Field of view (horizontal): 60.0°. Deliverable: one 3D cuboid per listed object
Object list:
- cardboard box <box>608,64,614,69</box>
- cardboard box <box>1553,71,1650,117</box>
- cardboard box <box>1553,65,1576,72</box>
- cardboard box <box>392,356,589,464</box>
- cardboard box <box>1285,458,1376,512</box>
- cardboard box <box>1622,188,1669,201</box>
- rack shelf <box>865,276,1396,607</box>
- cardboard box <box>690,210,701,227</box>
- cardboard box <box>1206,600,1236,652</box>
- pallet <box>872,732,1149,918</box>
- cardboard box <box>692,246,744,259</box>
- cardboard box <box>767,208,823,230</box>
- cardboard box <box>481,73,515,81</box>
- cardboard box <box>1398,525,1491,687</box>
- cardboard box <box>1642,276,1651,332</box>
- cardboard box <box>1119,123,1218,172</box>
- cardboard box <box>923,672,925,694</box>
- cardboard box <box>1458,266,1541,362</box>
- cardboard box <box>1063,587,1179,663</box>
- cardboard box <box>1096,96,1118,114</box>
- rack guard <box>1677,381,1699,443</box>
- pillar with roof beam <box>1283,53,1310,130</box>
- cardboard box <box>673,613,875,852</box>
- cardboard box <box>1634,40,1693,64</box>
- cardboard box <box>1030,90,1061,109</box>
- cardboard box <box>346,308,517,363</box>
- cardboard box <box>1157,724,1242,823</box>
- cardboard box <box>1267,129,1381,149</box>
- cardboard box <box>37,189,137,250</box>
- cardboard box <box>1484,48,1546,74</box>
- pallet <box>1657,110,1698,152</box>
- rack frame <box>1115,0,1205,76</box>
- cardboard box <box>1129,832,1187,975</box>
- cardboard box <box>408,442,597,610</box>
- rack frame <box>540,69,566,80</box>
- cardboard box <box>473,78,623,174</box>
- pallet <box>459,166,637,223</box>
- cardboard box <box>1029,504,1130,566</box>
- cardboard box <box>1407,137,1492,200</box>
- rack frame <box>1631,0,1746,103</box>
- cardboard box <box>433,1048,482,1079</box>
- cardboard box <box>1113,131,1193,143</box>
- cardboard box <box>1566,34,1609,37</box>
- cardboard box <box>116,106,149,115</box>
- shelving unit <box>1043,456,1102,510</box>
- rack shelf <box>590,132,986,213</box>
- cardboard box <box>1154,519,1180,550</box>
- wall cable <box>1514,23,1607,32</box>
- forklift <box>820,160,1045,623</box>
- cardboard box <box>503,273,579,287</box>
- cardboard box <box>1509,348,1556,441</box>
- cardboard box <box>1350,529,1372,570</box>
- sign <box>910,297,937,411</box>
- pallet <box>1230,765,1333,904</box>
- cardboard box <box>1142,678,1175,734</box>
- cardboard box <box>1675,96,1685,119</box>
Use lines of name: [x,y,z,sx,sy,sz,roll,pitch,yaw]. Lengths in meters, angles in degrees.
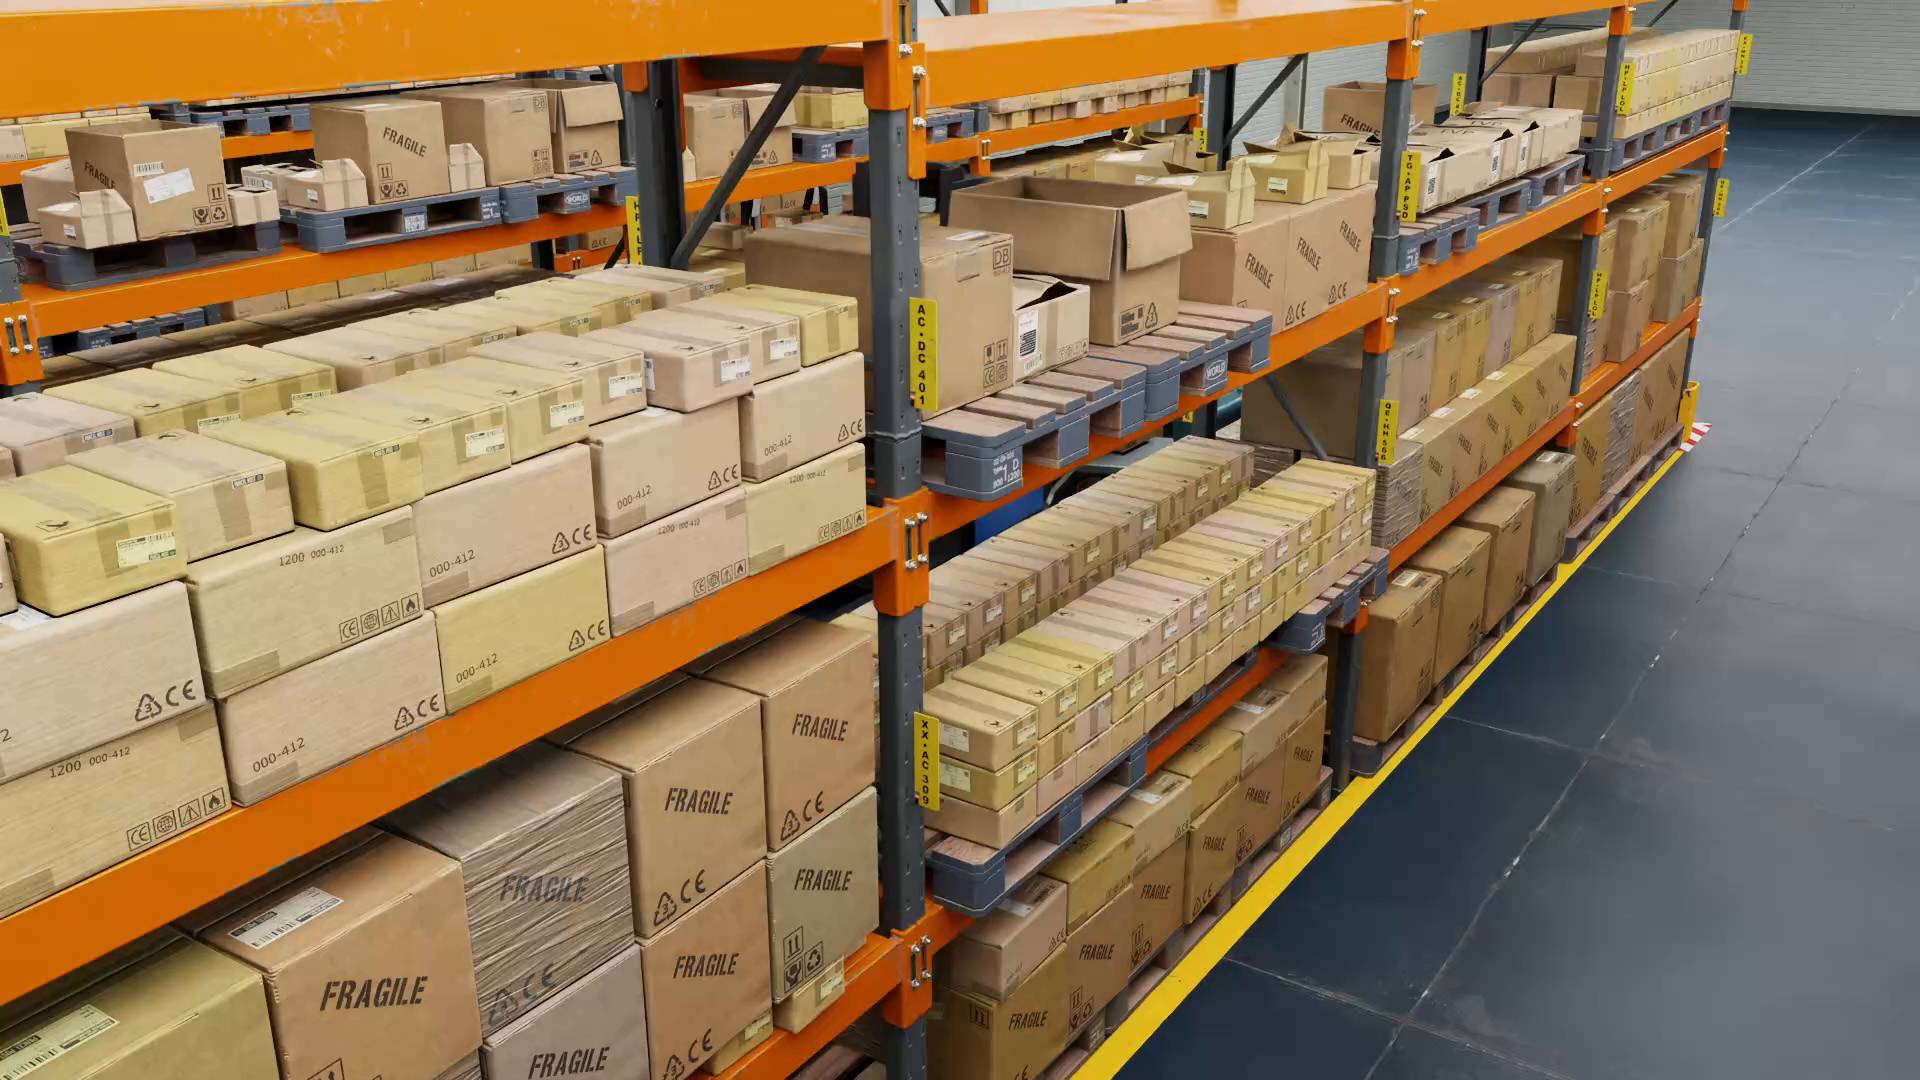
cardboard box: [-3.653,-4.991,16.991,0.500,0.311,0.500,14,24,33]
cardboard box: [4.442,-3.094,11.519,0.500,0.250,0.500,13,24,32]
cardboard box: [4.284,-3.344,12.197,0.500,0.250,0.500,13,24,32]
cardboard box: [-1.091,-0.307,3.868,0.380,0.149,0.250,12,24,30]
cardboard box: [1.790,-0.268,8.066,0.380,0.149,0.250,12,24,30]
cardboard box: [5.283,-2.604,13.707,0.875,0.550,0.550,13,24,32]
rack shelf: [0.562,-0.636,6.874,1.077,0.370,4.000,13,24,32]
cardboard box: [-2.994,-3.753,18.443,0.500,0.500,0.500,13,24,32]
cardboard box: [0.917,0.316,6.914,0.380,0.149,0.250,13,24,31]
pallet: [-0.012,0.906,6.267,1.003,0.211,1.213,13,24,32]
cardboard box: [-1.874,-1.940,12.508,0.500,0.500,0.500,11,23,28]
cardboard box: [-1.298,-2.514,13.125,0.380,0.149,0.250,15,25,35]
cardboard box: [-4.528,-4.545,15.784,0.500,0.311,0.500,12,24,30]
cardboard box: [2.592,0.309,10.243,1.050,0.750,0.750,14,24,33]
cardboard box: [5.039,-1.932,13.449,0.875,0.550,0.500,13,24,32]
cardboard box: [0.941,-1.743,7.582,0.396,0.266,0.258,13,24,32]
cardboard box: [-0.354,0.560,6.255,0.380,0.149,0.250,13,24,32]
cardboard box: [3.374,-1.512,10.944,0.700,0.500,0.500,13,24,31]
cardboard box: [0.624,0.327,6.457,0.380,0.149,0.250,13,24,31]
cardboard box: [1.237,-4.055,15.442,0.380,0.149,0.250,13,24,31]
rack guard: [6.197,-1.270,15.478,1.175,0.500,0.348,13,24,32]
pillar with roof beam: [10.468,-11.454,30.758,9.100,9.000,0.400,13,24,32]
cardboard box: [-0.602,0.540,4.968,0.500,0.500,0.500,12,24,30]
cardboard box: [5.276,-3.670,12.501,0.380,0.149,0.250,13,24,32]
cardboard box: [0.541,-3.923,14.511,0.500,0.250,0.500,13,24,31]
cardboard box: [-1.384,-0.494,4.374,0.380,0.149,0.250,12,24,30]
cardboard box: [0.945,1.020,7.599,0.500,0.250,0.500,14,24,33]
cardboard box: [2.026,-2.108,9.195,0.500,0.311,0.500,13,24,32]
cardboard box: [-4.142,-1.545,7.883,0.396,0.266,0.258,13,24,31]
cardboard box: [3.877,-3.362,11.670,0.380,0.149,0.250,13,24,31]
pallet: [5.090,-3.235,12.990,1.003,0.211,1.213,13,24,32]
rack frame: [2.033,-6.186,16.517,1.000,3.000,0.127,13,24,32]
cardboard box: [0.652,1.517,7.337,0.500,0.500,0.500,14,24,33]
cardboard box: [-1.202,-0.084,3.841,0.500,0.250,0.500,14,25,34]
rack frame: [-4.323,-6.005,16.028,1.000,3.000,0.127,13,24,32]
cardboard box: [-2.551,-2.591,10.369,0.797,0.503,0.637,12,23,29]
pallet: [-2.782,-2.200,10.337,1.213,0.211,1.003,15,25,34]
cardboard box: [0.529,-0.026,7.412,0.380,0.149,0.250,14,25,33]
cardboard box: [2.557,-2.029,9.070,0.500,0.250,0.500,14,25,33]
rack frame: [6.184,-5.249,13.985,1.000,3.000,0.127,13,24,32]
cardboard box: [-1.483,1.450,3.949,0.500,0.500,0.500,13,24,30]
cardboard box: [1.927,-3.838,16.804,0.700,0.500,0.500,13,24,31]
cardboard box: [5.018,-3.944,13.244,0.380,0.149,0.250,13,24,31]
cardboard box: [-6.571,-3.418,13.001,0.380,0.149,0.250,14,24,33]
shelving unit: [0.846,-0.861,13.129,0.431,0.755,1.500,37,31,-8]
rack shelf: [-1.340,-2.720,12.508,1.077,0.370,4.000,13,24,32]
cardboard box: [0.809,-0.032,7.855,0.380,0.149,0.250,13,24,32]
wall cable: [16.403,-14.867,44.463,3.097,2.526,0.112,13,24,32]
forklift: [-0.559,-1.002,11.250,1.130,2.935,3.031,12,23,30]
cardboard box: [-2.538,-1.393,10.622,0.500,0.500,0.500,13,24,30]
cardboard box: [3.579,-0.988,10.968,0.500,0.500,0.500,13,24,31]
cardboard box: [1.790,0.012,8.166,0.380,0.149,0.250,14,24,33]
sign: [-0.109,-0.538,4.828,0.100,0.325,0.005,13,24,32]
pallet: [1.246,1.391,8.699,1.003,0.211,1.213,13,24,32]
cardboard box: [0.619,0.608,6.554,0.380,0.149,0.250,12,23,29]
cardboard box: [5.276,-3.296,12.639,0.380,0.149,0.250,14,24,33]
